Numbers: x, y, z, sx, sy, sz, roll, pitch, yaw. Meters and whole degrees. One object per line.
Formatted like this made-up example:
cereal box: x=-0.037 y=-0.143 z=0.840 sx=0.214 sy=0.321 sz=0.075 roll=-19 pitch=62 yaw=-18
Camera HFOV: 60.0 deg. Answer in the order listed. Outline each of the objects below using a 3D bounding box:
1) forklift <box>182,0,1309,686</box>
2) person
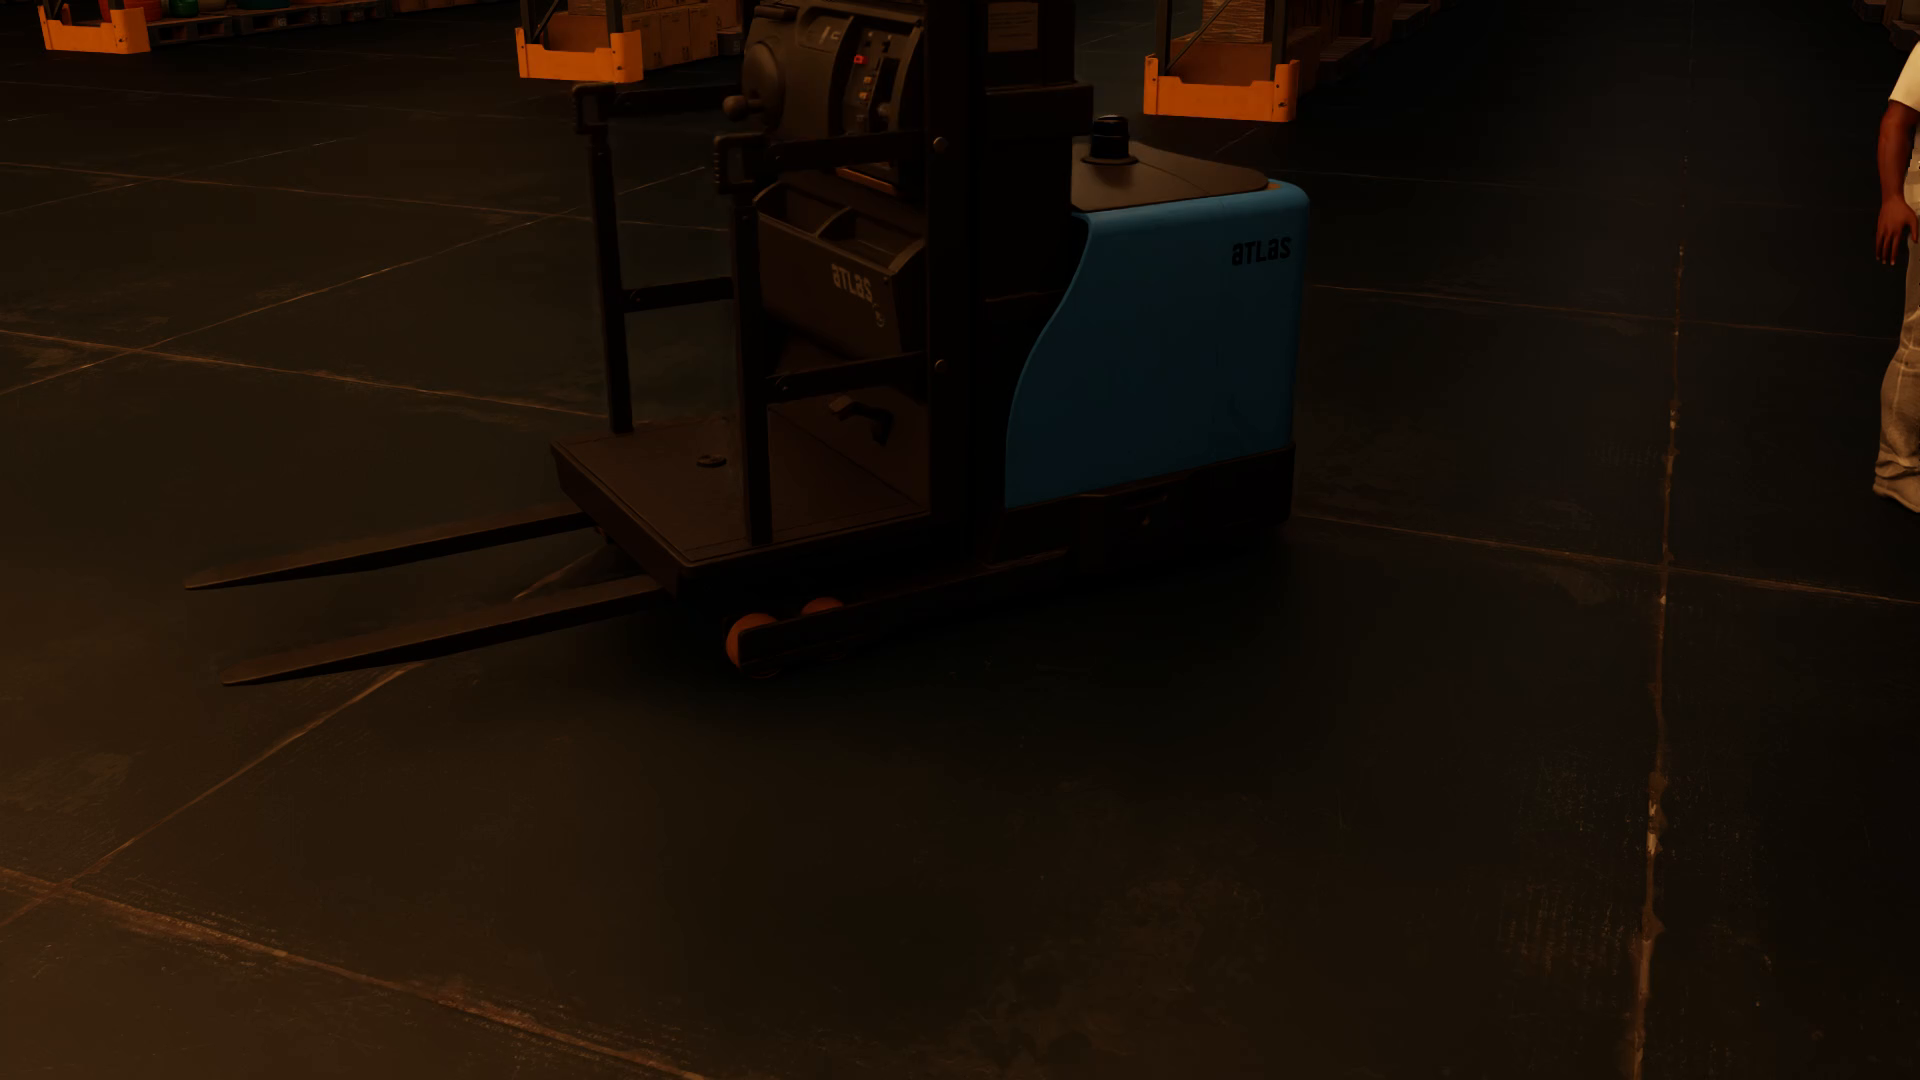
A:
forklift: x=-0.523 y=-1.229 z=4.234 sx=3.031 sy=2.935 sz=1.130 roll=-13 pitch=26 yaw=-28
person: x=3.213 y=-0.990 z=5.176 sx=0.733 sy=1.766 sz=0.557 roll=-7 pitch=24 yaw=-17
